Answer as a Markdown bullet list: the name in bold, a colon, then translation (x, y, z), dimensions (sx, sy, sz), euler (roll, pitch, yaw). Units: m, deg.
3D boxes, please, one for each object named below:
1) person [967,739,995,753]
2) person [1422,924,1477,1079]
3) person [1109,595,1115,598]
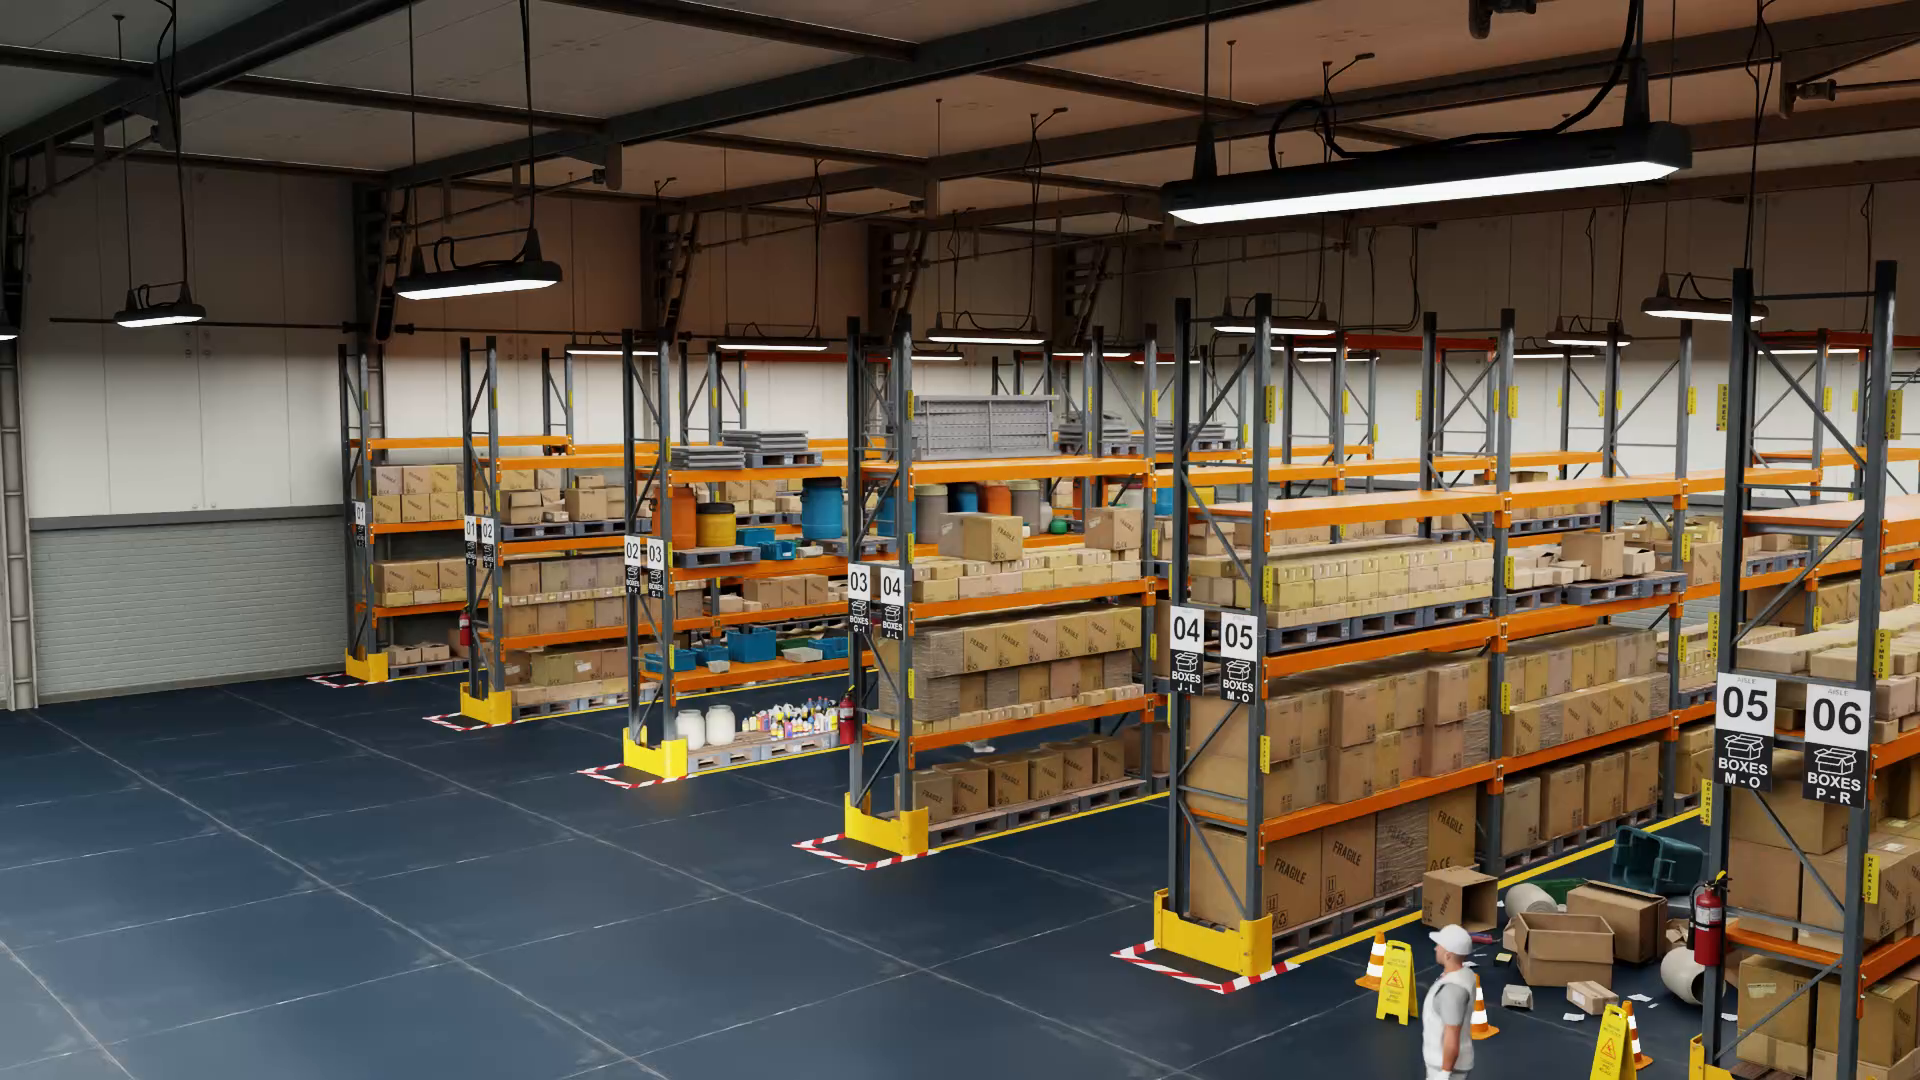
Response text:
- **person**: translation (0.287, 2.198, 23.560), dimensions (0.484, 1.653, 0.441), euler (-1, 5, -6)
- **person**: translation (3.049, 3.327, 10.529), dimensions (0.437, 1.792, 0.578), euler (1, 5, 11)
- **person**: translation (3.648, 0.740, 39.335), dimensions (0.645, 1.764, 0.606), euler (-4, 7, -40)
